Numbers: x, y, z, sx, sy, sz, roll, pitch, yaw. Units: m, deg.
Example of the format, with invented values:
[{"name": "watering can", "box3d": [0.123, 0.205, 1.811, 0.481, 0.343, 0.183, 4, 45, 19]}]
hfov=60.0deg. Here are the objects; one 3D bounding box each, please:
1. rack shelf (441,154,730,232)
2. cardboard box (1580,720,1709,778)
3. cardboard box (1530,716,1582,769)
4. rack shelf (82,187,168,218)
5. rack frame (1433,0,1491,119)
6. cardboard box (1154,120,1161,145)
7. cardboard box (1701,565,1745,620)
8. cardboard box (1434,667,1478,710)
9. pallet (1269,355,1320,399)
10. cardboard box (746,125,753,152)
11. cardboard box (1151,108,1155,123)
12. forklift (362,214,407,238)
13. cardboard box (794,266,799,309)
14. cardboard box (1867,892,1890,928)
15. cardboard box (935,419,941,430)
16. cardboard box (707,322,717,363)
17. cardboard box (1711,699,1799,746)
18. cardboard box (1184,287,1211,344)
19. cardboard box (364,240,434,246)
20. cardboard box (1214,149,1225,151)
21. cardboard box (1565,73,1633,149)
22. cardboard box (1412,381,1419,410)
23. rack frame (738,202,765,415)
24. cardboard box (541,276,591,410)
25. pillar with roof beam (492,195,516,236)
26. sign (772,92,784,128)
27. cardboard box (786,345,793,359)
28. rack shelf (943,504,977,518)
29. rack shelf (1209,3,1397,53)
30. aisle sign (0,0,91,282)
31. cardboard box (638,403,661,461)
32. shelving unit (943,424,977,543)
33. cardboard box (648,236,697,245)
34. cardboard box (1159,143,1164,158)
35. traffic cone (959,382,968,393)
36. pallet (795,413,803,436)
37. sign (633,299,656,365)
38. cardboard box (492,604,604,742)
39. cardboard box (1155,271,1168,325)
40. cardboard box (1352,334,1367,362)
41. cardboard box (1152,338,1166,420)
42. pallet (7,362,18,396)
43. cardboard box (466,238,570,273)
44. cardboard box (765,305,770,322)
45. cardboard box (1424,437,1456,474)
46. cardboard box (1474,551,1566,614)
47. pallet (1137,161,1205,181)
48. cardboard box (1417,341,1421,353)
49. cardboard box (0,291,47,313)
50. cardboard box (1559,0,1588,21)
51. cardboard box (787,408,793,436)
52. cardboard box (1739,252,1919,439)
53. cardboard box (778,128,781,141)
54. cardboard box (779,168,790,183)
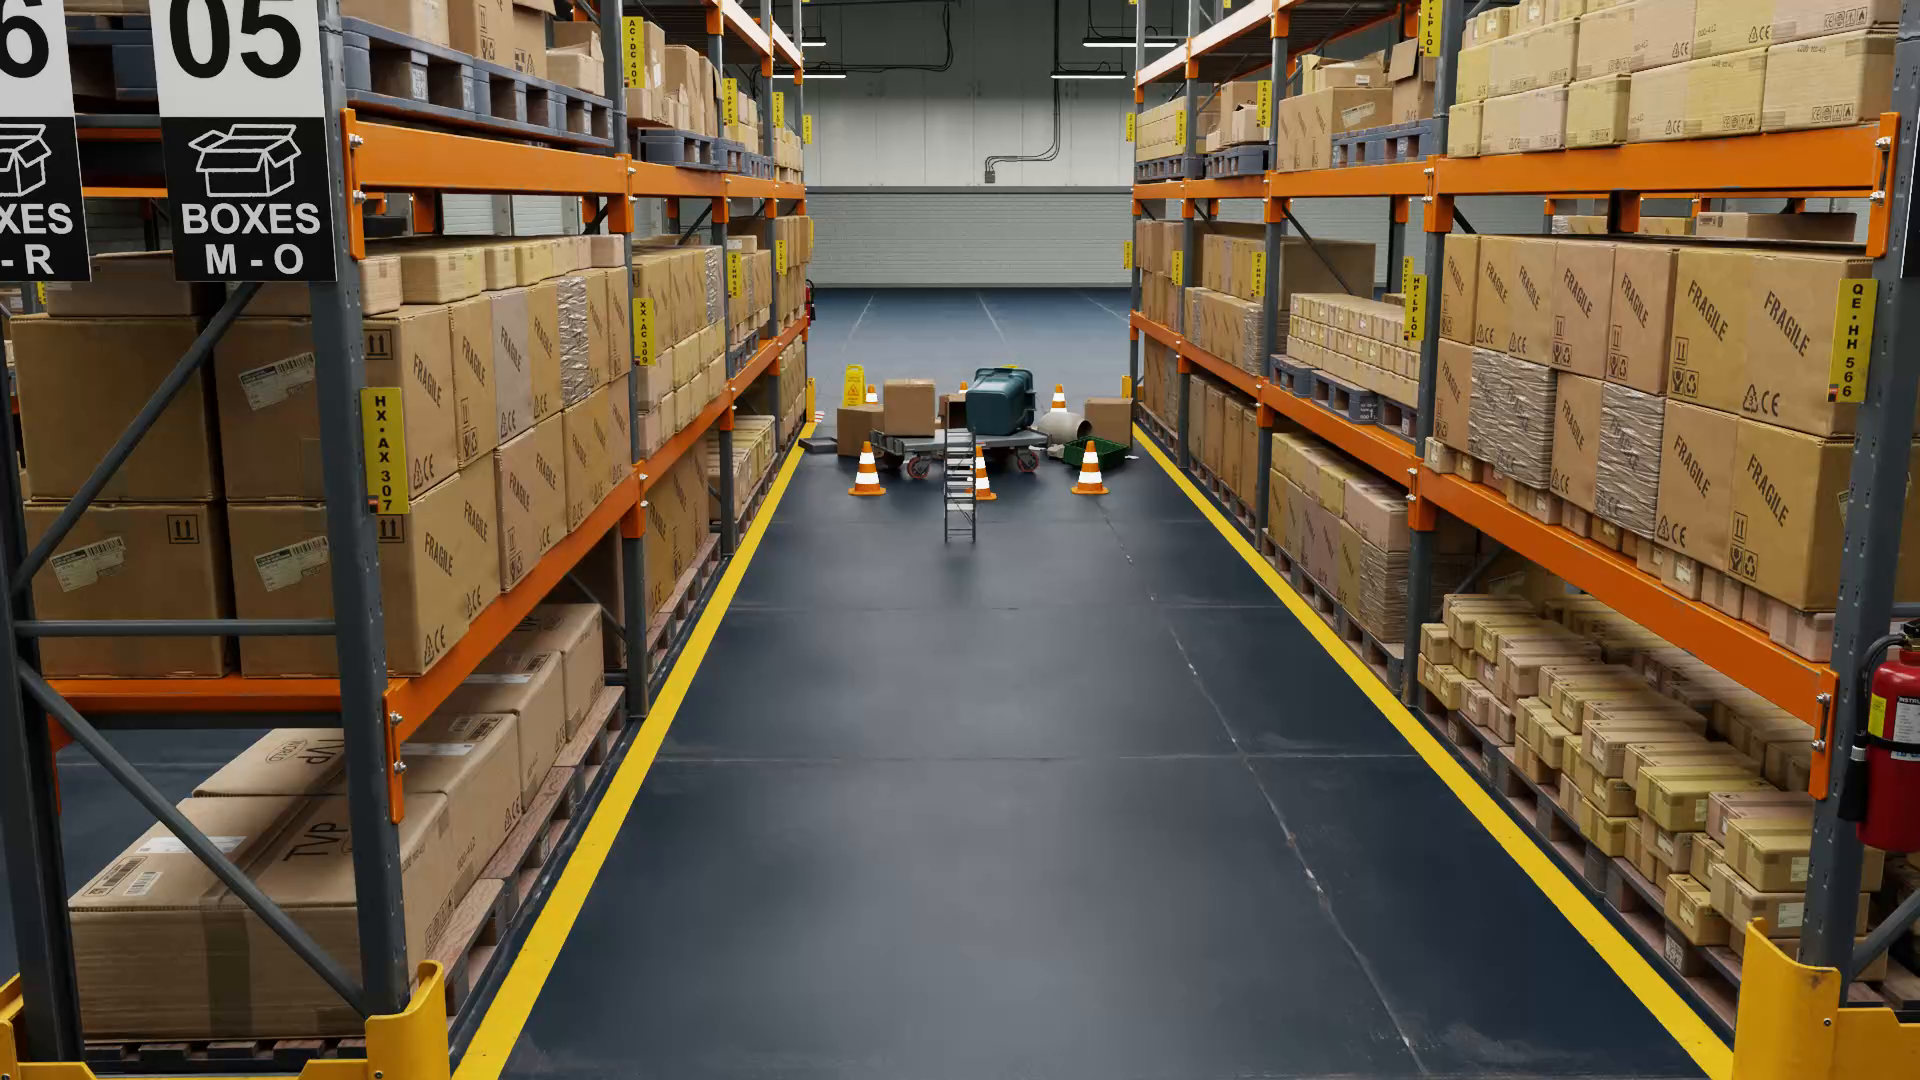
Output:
[{"name": "rack shelf", "box3d": [-2.151, -2.073, 9.998, 1.077, 0.370, 4.000, 0, 11, -1]}, {"name": "cardboard box", "box3d": [2.572, 0.786, 6.257, 0.380, 0.149, 0.250, 0, 11, 1]}, {"name": "cardboard box", "box3d": [2.567, 0.827, 6.806, 0.380, 0.149, 0.250, 0, 11, -1]}, {"name": "rack shelf", "box3d": [-7.196, -2.847, 13.814, 1.077, 0.370, 4.000, 0, 11, -1]}, {"name": "rack frame", "box3d": [2.837, -3.539, 7.868, 1.000, 3.000, 0.127, 0, 11, -1]}, {"name": "cardboard box", "box3d": [2.375, -4.383, 17.897, 0.500, 0.250, 0.500, 0, 11, -1]}, {"name": "cardboard box", "box3d": [2.643, 0.157, 5.374, 0.380, 0.149, 0.250, 0, 11, -2]}, {"name": "cardboard box", "box3d": [2.529, 0.719, 8.082, 0.380, 0.149, 0.250, 0, 11, 1]}, {"name": "pallet", "box3d": [2.876, -1.158, 11.707, 1.213, 0.211, 1.003, 0, 11, -1]}, {"name": "cardboard box", "box3d": [-2.113, -3.535, 14.714, 0.500, 0.250, 0.500, 0, 11, 0]}, {"name": "cardboard box", "box3d": [2.303, -4.656, 18.239, 0.380, 0.149, 0.250, 0, 11, -2]}, {"name": "forklift", "box3d": [-4.780, -1.360, 12.552, 1.129, 2.867, 3.031, 0, 11, -2]}, {"name": "cardboard box", "box3d": [-2.058, -2.832, 18.477, 0.500, 0.500, 0.500, 0, 11, -1]}, {"name": "cardboard box", "box3d": [3.142, 1.231, 5.562, 0.380, 0.149, 0.250, 0, 11, -1]}, {"name": "cardboard box", "box3d": [-0.311, -1.294, 19.064, 0.380, 0.149, 0.250, 6, 13, 28]}, {"name": "cardboard box", "box3d": [-1.914, -1.328, 11.178, 0.500, 0.250, 0.500, -1, 11, -3]}, {"name": "cardboard box", "box3d": [3.202, 0.729, 6.537, 0.380, 0.149, 0.250, 0, 11, 0]}, {"name": "cardboard box", "box3d": [2.414, -2.132, 15.773, 0.500, 0.500, 0.500, 0, 11, -1]}, {"name": "cardboard box", "box3d": [-2.286, -1.097, 6.526, 0.380, 0.149, 0.250, 0, 11, -1]}, {"name": "cardboard box", "box3d": [2.445, -3.583, 14.957, 0.250, 0.149, 0.380, 0, 11, -1]}, {"name": "cardboard box", "box3d": [2.601, -1.595, 6.209, 0.500, 0.250, 0.500, 0, 11, 1]}, {"name": "cardboard box", "box3d": [2.631, -0.759, 8.833, 0.380, 0.149, 0.250, 0, 11, -2]}, {"name": "rack frame", "box3d": [-2.278, -2.148, 16.104, 0.949, 2.616, 0.053, 0, 11, -1]}, {"name": "cardboard box", "box3d": [-1.802, -0.802, 6.703, 0.500, 0.500, 0.500, 0, 11, 0]}, {"name": "pillar with roof beam", "box3d": [-4.151, -8.123, 30.467, 9.100, 9.000, 0.548, 0, 11, -1]}, {"name": "sign", "box3d": [-1.720, -4.068, 15.730, 0.100, 0.325, 0.005, 0, 11, -1]}, {"name": "cardboard box", "box3d": [-1.981, -1.991, 17.671, 0.380, 0.149, 0.250, 0, 11, 2]}, {"name": "rack shelf", "box3d": [0.000, -0.230, 13.004, 0.258, 0.077, 0.200, 0, 11, -1]}, {"name": "rack shelf", "box3d": [2.713, -4.279, 13.839, 0.919, 0.124, 3.809, 0, 11, -1]}, {"name": "aisle sign", "box3d": [-2.336, -1.021, 4.011, 0.394, 0.787, 0.004, 0, 11, -1]}, {"name": "cardboard box", "box3d": [-1.855, -0.573, 8.717, 0.500, 0.250, 0.500, -1, 11, -2]}, {"name": "shelving unit", "box3d": [0.000, -0.439, 12.962, 0.258, 0.900, 0.210, 0, 11, -1]}, {"name": "cardboard box", "box3d": [-2.494, -2.556, 14.428, 0.380, 0.149, 0.250, 0, 11, 2]}, {"name": "cardboard box", "box3d": [2.317, -4.115, 17.577, 0.380, 0.149, 0.250, 0, 11, -2]}, {"name": "traffic cone", "box3d": [0.044, -1.692, 20.236, 0.336, 0.463, 0.334, 0, 11, -1]}, {"name": "pallet", "box3d": [-2.375, -1.400, 19.429, 1.003, 0.211, 1.213, 0, 11, -1]}, {"name": "sign", "box3d": [-1.555, -1.024, 8.184, 0.100, 0.325, 0.005, 0, 11, -1]}, {"name": "cardboard box", "box3d": [-2.204, 0.617, 7.861, 0.875, 0.438, 0.875, 0, 11, -2]}, {"name": "cardboard box", "box3d": [2.614, -2.658, 18.237, 0.875, 0.550, 0.500, 0, 11, -1]}, {"name": "cardboard box", "box3d": [2.601, -1.167, 10.096, 0.380, 0.149, 0.250, 0, 11, -1]}, {"name": "cardboard box", "box3d": [2.689, -1.839, 18.867, 0.875, 0.875, 0.875, 0, 11, -2]}, {"name": "pallet", "box3d": [-7.071, -1.104, 11.437, 1.213, 0.211, 1.003, 0, 11, -1]}, {"name": "cardboard box", "box3d": [-1.870, -1.202, 7.044, 0.380, 0.149, 0.250, 0, 11, -2]}, {"name": "cardboard box", "box3d": [-1.988, -2.130, 15.589, 0.380, 0.149, 0.250, 0, 11, 0]}, {"name": "cardboard box", "box3d": [2.516, -0.418, 8.205, 0.380, 0.149, 0.250, 0, 11, 1]}, {"name": "cardboard box", "box3d": [3.087, 0.273, 9.401, 0.500, 0.500, 0.500, 0, 11, 1]}, {"name": "pallet", "box3d": [2.615, -4.263, 19.207, 1.003, 0.211, 1.213, 0, 11, -1]}, {"name": "cardboard box", "box3d": [2.634, -1.052, 8.778, 0.380, 0.149, 0.250, 0, 11, 1]}, {"name": "cardboard box", "box3d": [-6.867, -1.764, 12.324, 0.380, 0.149, 0.250, 0, 11, 1]}, {"name": "cardboard box", "box3d": [2.580, -2.115, 6.513, 0.380, 0.149, 0.250, 0, 11, 2]}, {"name": "cardboard box", "box3d": [-2.040, -1.231, 17.442, 0.500, 0.250, 0.500, 0, 11, 2]}, {"name": "cardboard box", "box3d": [2.662, -0.578, 4.850, 0.500, 0.500, 0.500, 0, 11, -2]}, {"name": "cardboard box", "box3d": [-1.986, -4.054, 16.580, 0.380, 0.149, 0.250, -1, 11, -3]}, {"name": "cardboard box", "box3d": [-1.975, -3.815, 17.406, 0.380, 0.149, 0.250, 0, 11, -2]}]
